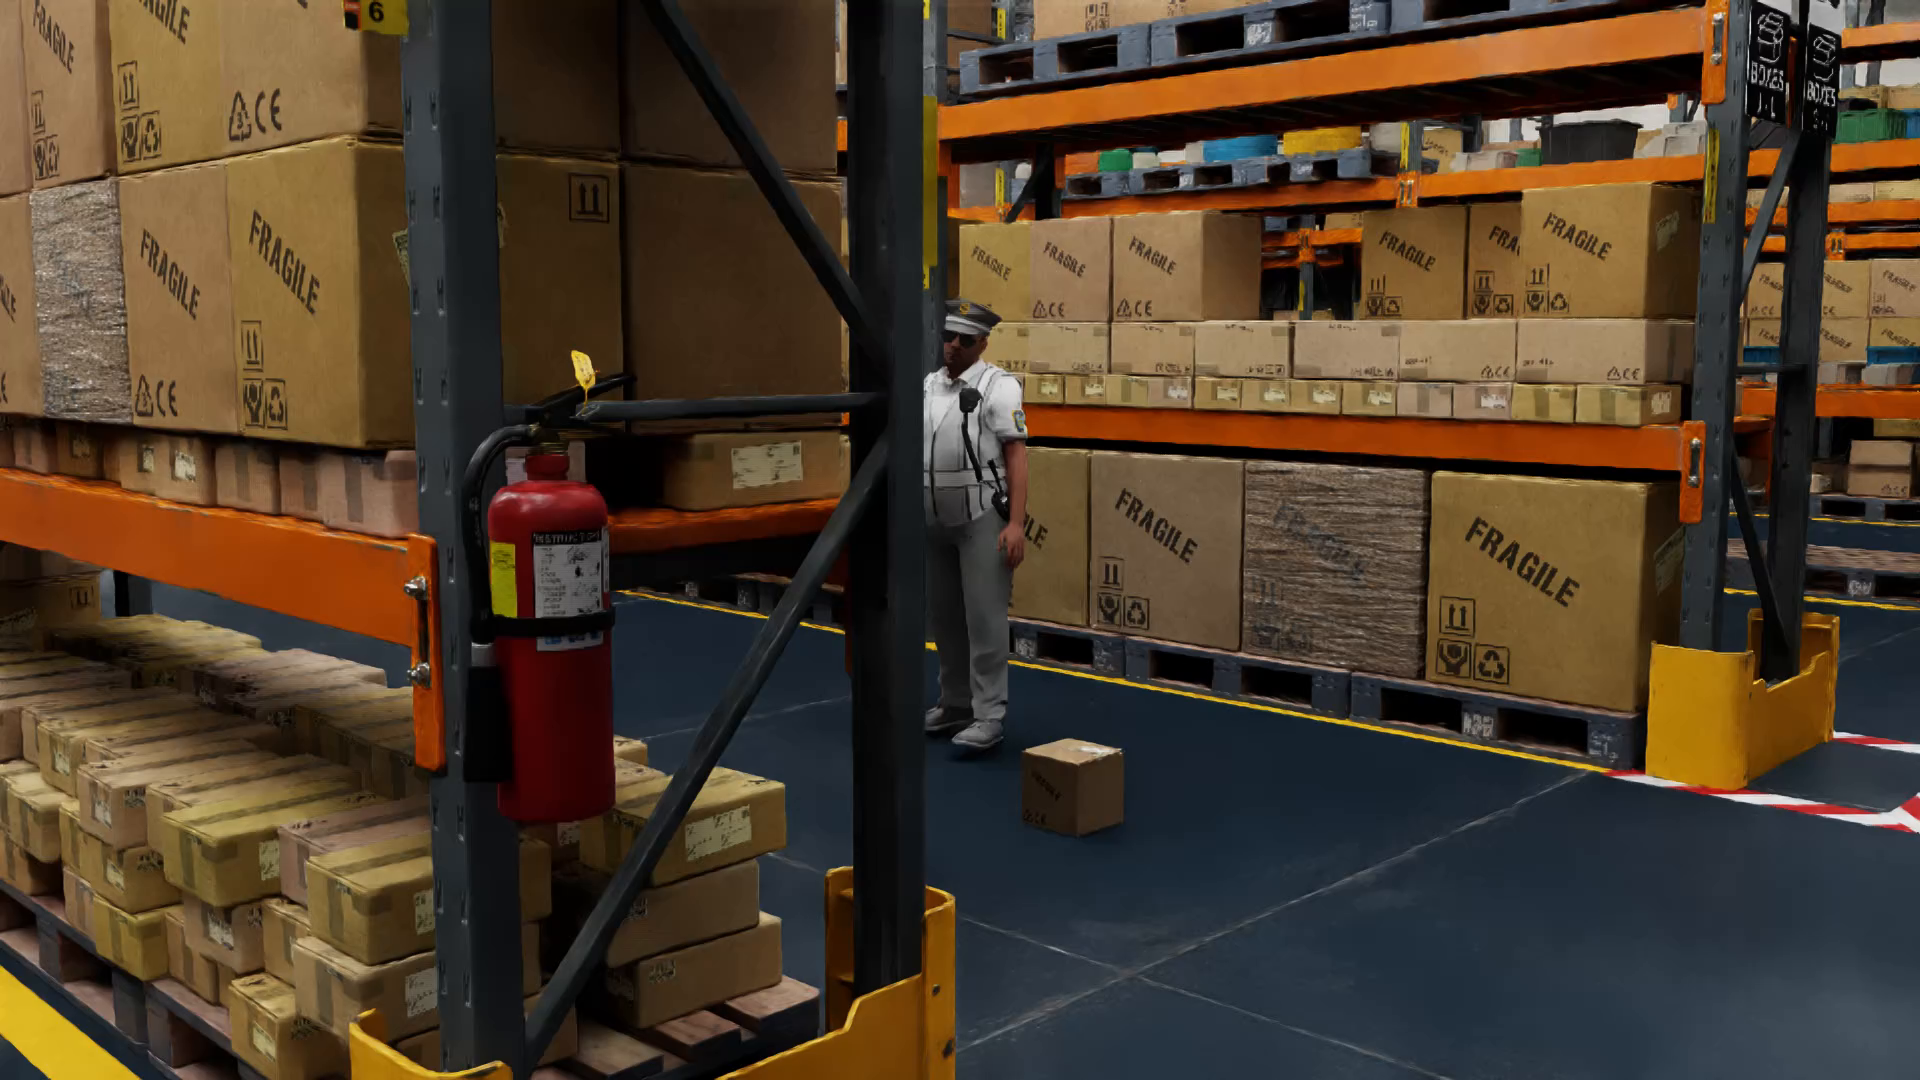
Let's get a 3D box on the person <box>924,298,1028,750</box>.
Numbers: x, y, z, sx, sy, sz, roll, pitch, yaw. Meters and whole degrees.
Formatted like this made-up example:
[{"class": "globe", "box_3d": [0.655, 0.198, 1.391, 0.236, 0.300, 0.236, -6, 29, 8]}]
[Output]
[{"class": "person", "box_3d": [-0.004, -0.070, 6.617, 0.614, 1.762, 0.487, 6, 10, 43]}]
